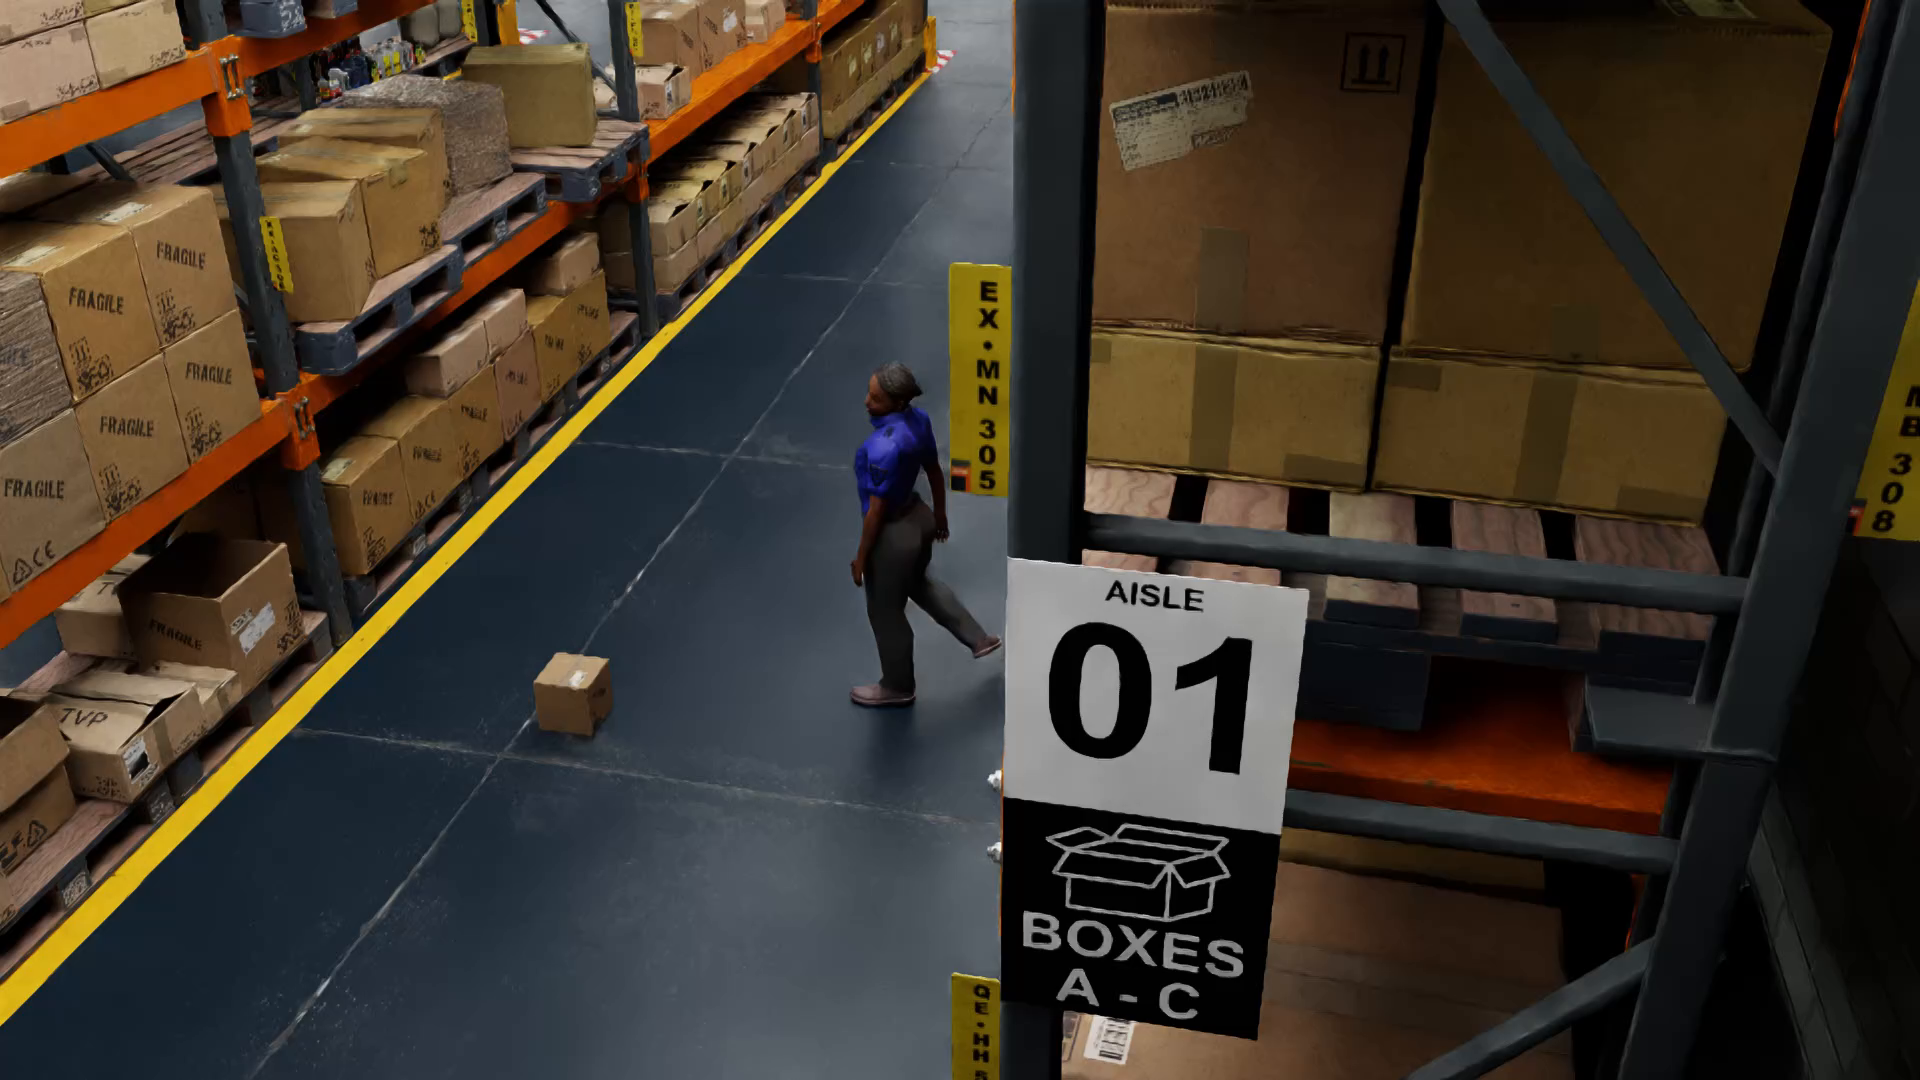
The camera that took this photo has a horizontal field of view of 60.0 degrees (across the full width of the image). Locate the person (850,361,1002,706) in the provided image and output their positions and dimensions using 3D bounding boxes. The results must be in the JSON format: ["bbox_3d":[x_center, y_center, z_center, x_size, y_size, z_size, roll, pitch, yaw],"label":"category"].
[{"bbox_3d":[-0.160,-0.037,7.202,0.583,1.656,0.637,11,31,18],"label":"person"}]
